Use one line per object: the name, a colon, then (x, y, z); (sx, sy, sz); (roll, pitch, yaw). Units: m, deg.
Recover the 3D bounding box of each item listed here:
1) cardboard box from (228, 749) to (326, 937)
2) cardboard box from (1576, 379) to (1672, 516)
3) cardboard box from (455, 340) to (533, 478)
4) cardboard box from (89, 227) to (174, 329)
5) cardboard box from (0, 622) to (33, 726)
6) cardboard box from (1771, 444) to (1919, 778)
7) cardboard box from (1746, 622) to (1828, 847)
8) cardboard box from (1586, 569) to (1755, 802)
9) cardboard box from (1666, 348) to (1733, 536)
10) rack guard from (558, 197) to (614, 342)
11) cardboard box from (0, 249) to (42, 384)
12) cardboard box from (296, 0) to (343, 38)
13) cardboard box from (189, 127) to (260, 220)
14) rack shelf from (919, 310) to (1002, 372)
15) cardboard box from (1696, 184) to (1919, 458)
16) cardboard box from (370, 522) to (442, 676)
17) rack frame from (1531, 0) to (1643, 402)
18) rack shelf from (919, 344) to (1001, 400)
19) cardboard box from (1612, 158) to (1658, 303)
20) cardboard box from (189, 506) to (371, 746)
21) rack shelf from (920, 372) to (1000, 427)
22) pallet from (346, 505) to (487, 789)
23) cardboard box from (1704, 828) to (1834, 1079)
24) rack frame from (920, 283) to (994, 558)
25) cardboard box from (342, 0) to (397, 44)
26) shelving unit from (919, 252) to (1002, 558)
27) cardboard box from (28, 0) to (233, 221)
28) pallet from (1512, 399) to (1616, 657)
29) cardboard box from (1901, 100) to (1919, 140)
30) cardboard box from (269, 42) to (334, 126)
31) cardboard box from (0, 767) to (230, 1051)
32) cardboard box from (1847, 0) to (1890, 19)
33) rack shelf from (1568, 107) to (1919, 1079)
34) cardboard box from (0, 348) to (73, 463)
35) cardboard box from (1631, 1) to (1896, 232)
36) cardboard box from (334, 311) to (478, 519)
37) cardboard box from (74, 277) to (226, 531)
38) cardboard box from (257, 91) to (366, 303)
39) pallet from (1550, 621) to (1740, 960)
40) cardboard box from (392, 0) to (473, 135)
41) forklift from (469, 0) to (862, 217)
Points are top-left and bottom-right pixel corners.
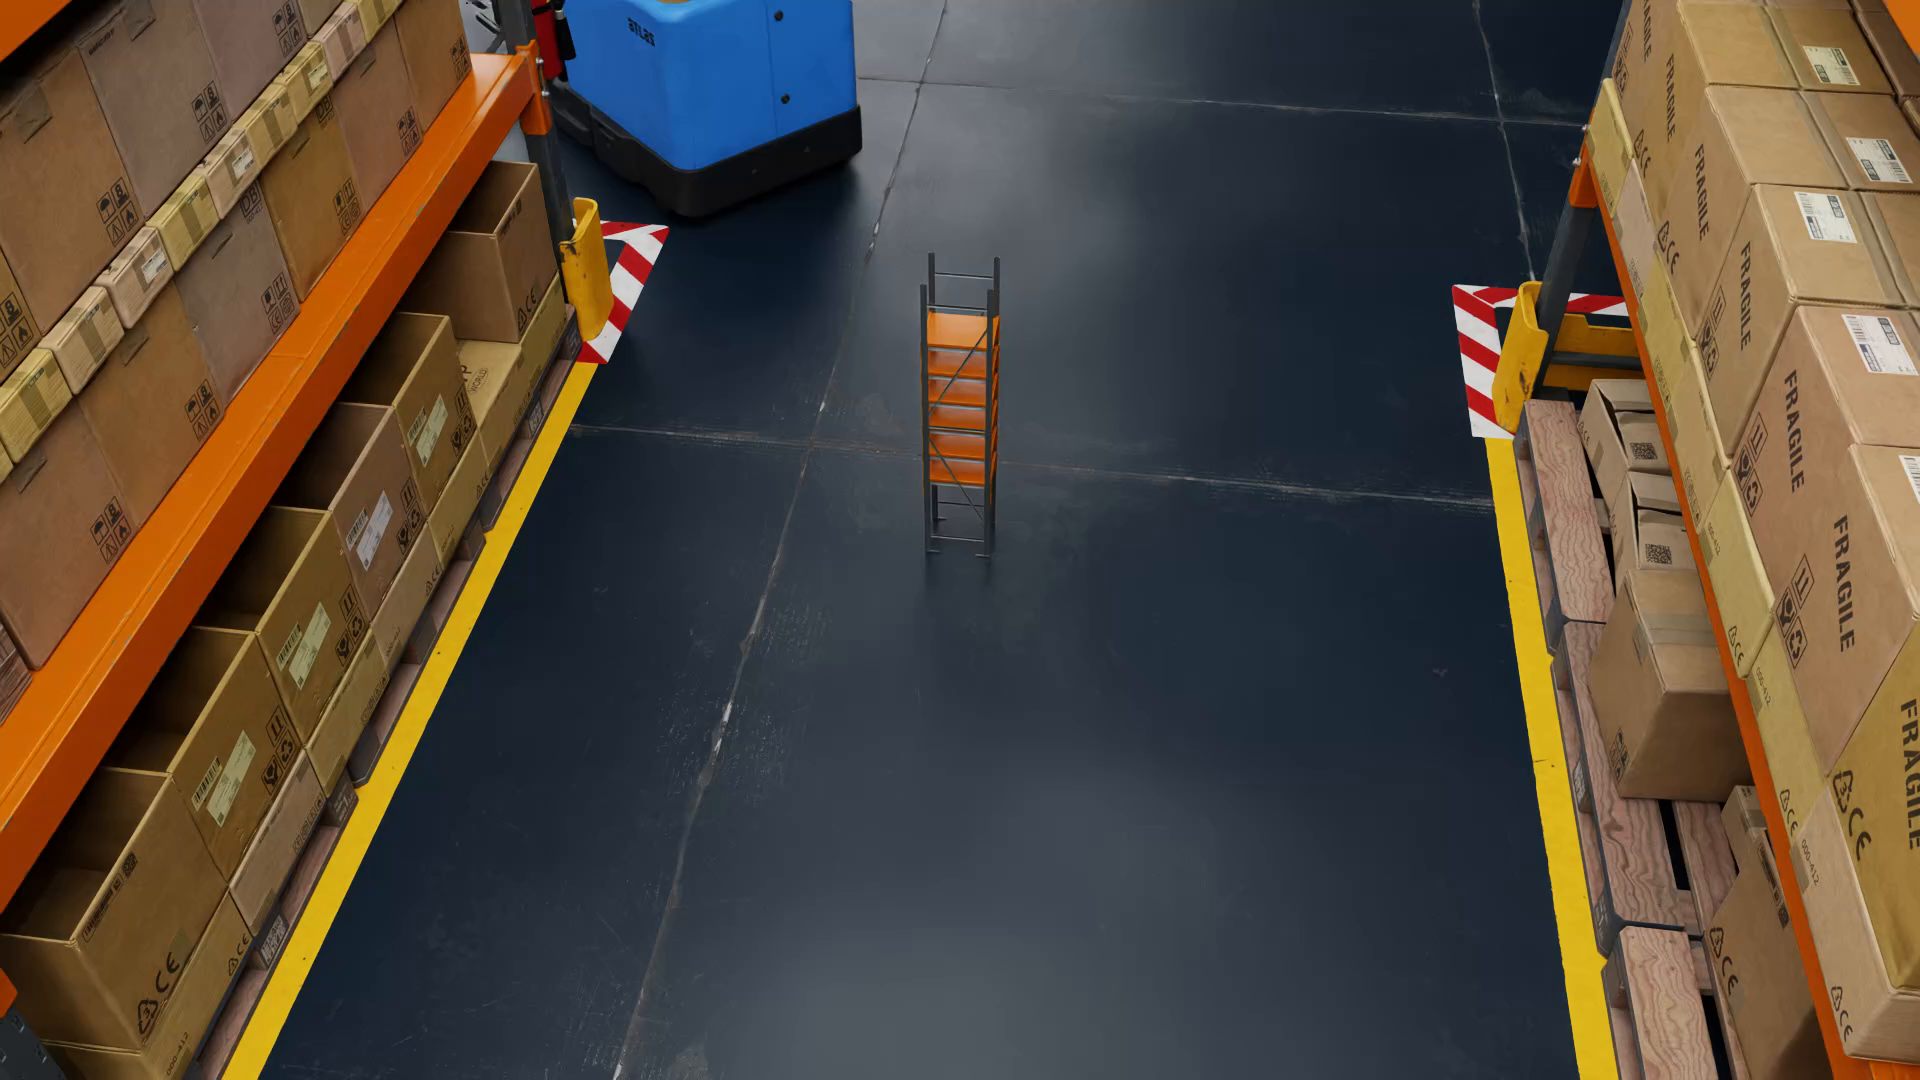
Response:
cardboard box: (-2.222, 0.854, 4.861); (0.500, 0.250, 0.500); (5, 44, 6)
cardboard box: (2.604, -0.362, 6.086); (0.500, 0.311, 0.500); (1, 43, 1)
cardboard box: (-1.958, -0.509, 6.301); (0.500, 0.250, 0.500); (5, 44, 6)
cardboard box: (-2.261, -0.679, 4.241); (0.380, 0.149, 0.250); (4, 44, 4)
cardboard box: (-2.602, 0.297, 3.681); (0.700, 0.500, 0.500); (4, 44, 4)
cardboard box: (2.072, 0.168, 3.440); (0.500, 0.500, 0.500); (5, 44, 5)
cardboard box: (2.092, 0.443, 3.696); (0.500, 0.250, 0.500); (5, 44, 6)
cardboard box: (2.382, 0.454, 5.087); (0.700, 0.500, 0.500); (3, 44, 3)
cardboard box: (2.209, -0.245, 4.421); (0.500, 0.250, 0.500); (6, 44, 6)
rack guard: (-2.123, -1.198, 7.152); (1.175, 0.500, 0.348); (5, 44, 6)
cardboard box: (-2.537, -0.518, 3.599); (0.700, 0.500, 0.500); (5, 44, 5)
cardboard box: (-2.271, -1.885, 5.043); (0.700, 0.500, 0.500); (4, 44, 4)
cardboard box: (-2.190, -1.026, 4.608); (0.380, 0.149, 0.250); (5, 44, 5)
rack shelf: (0.002, -0.675, 5.631); (0.258, 0.103, 0.180); (5, 44, 6)
cardboard box: (2.218, -0.528, 4.175); (0.500, 0.500, 0.500); (6, 44, 7)
cardboard box: (-2.090, 0.172, 5.581); (0.500, 0.250, 0.500); (5, 44, 6)
rack frame: (2.785, -1.642, 5.802); (1.000, 3.000, 0.127); (5, 44, 6)
rack shelf: (0.002, -0.588, 5.713); (0.258, 0.103, 0.180); (5, 44, 6)
cardboard box: (2.351, -0.936, 5.151); (0.500, 0.250, 0.500); (4, 44, 4)
cardboard box: (-2.151, 0.241, 4.963); (0.500, 0.500, 0.500); (5, 44, 6)
rack shelf: (0.002, -0.500, 5.796); (0.258, 0.103, 0.180); (5, 44, 6)
pallet: (-2.349, 0.277, 5.804); (1.003, 0.211, 1.213); (5, 44, 6)
cardboard box: (2.354, 1.121, 4.382); (0.500, 0.500, 0.500); (2, 43, 2)
rack frame: (-0.010, -0.383, 5.782); (0.240, 1.200, 0.006); (5, 44, 6)
cardboard box: (-2.054, -1.731, 5.352); (0.380, 0.149, 0.250); (5, 44, 5)
shelving unit: (0.002, -0.446, 5.848); (0.258, 1.200, 0.189); (5, 44, 6)
cardboard box: (-2.403, -1.200, 4.319); (0.700, 0.500, 0.500); (5, 44, 6)
pallet: (2.633, -0.027, 6.125); (1.003, 0.211, 1.213); (5, 44, 6)
cardboard box: (2.793, -0.831, 4.495); (0.500, 0.500, 0.500); (4, 44, 4)
cardboard box: (-2.124, -1.380, 4.982); (0.380, 0.149, 0.250); (6, 44, 7)
cardboard box: (-2.283, 0.923, 4.243); (0.500, 0.500, 0.500); (5, 44, 6)
cardboard box: (2.933, -1.526, 5.229); (0.500, 0.500, 0.500); (5, 44, 5)
rack shelf: (2.521, -0.017, 4.610); (1.077, 0.370, 4.000); (5, 44, 6)
cardboard box: (-2.328, -0.327, 3.869); (0.380, 0.149, 0.250); (5, 44, 5)
cardboard box: (2.349, -1.233, 4.919); (0.500, 0.500, 0.500); (5, 44, 6)
cardboard box: (-2.019, -0.440, 5.682); (0.500, 0.500, 0.500); (5, 44, 6)
cardboard box: (-2.469, -0.404, 4.422); (0.700, 0.500, 0.500); (6, 44, 6)
cardboard box: (-2.336, -1.112, 5.170); (0.700, 0.500, 0.500); (6, 44, 6)
pallet: (2.469, 0.802, 5.249); (1.003, 0.211, 1.213); (5, 44, 6)
cardboard box: (-2.200, -1.809, 5.906); (0.700, 0.500, 0.500); (5, 44, 6)
forklift: (-1.799, -3.519, 7.834); (1.130, 2.935, 3.031); (-29, 51, -27)
